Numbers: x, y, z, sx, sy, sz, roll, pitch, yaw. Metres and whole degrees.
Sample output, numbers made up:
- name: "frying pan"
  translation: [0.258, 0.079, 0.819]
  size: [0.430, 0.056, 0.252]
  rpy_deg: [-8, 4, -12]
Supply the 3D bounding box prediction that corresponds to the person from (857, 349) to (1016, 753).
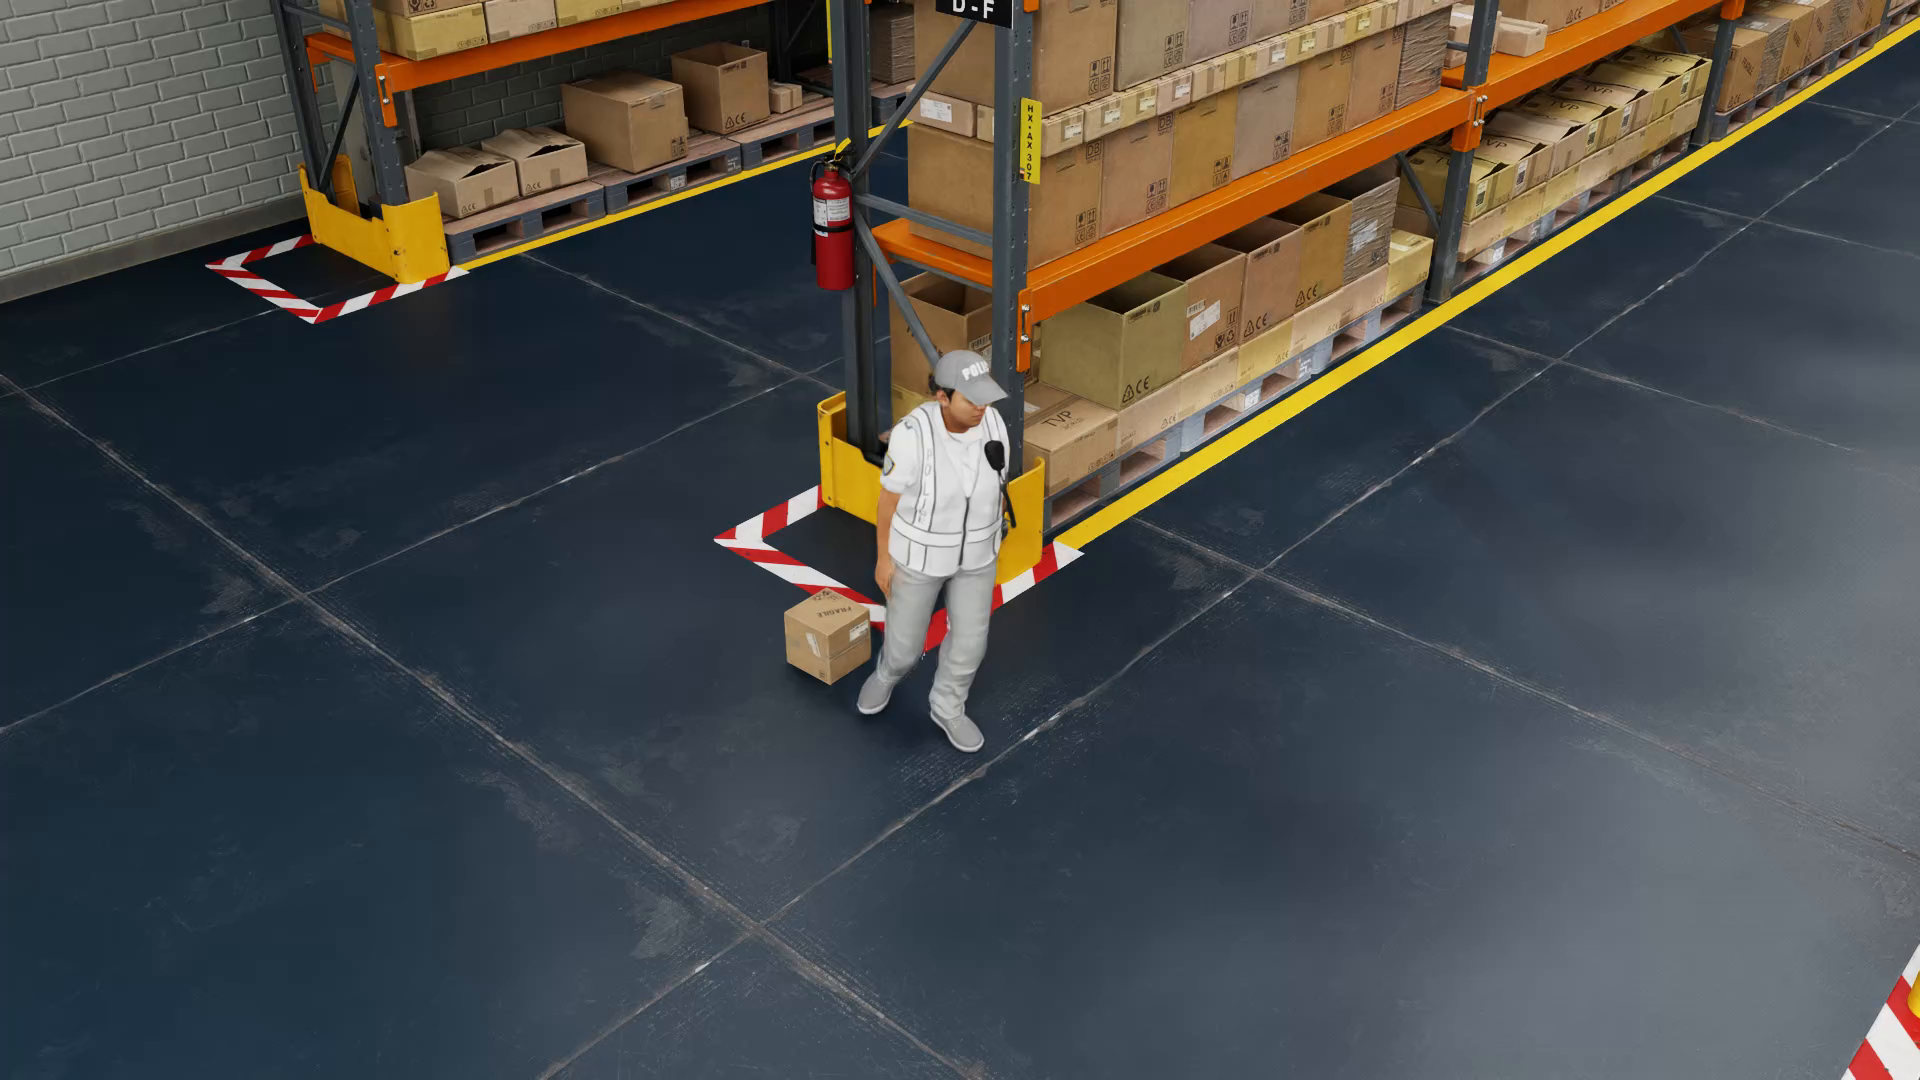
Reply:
- name: "person"
  translation: [-0.092, 0.032, 6.081]
  size: [0.554, 1.652, 0.562]
  rpy_deg: [-12, 33, -19]
